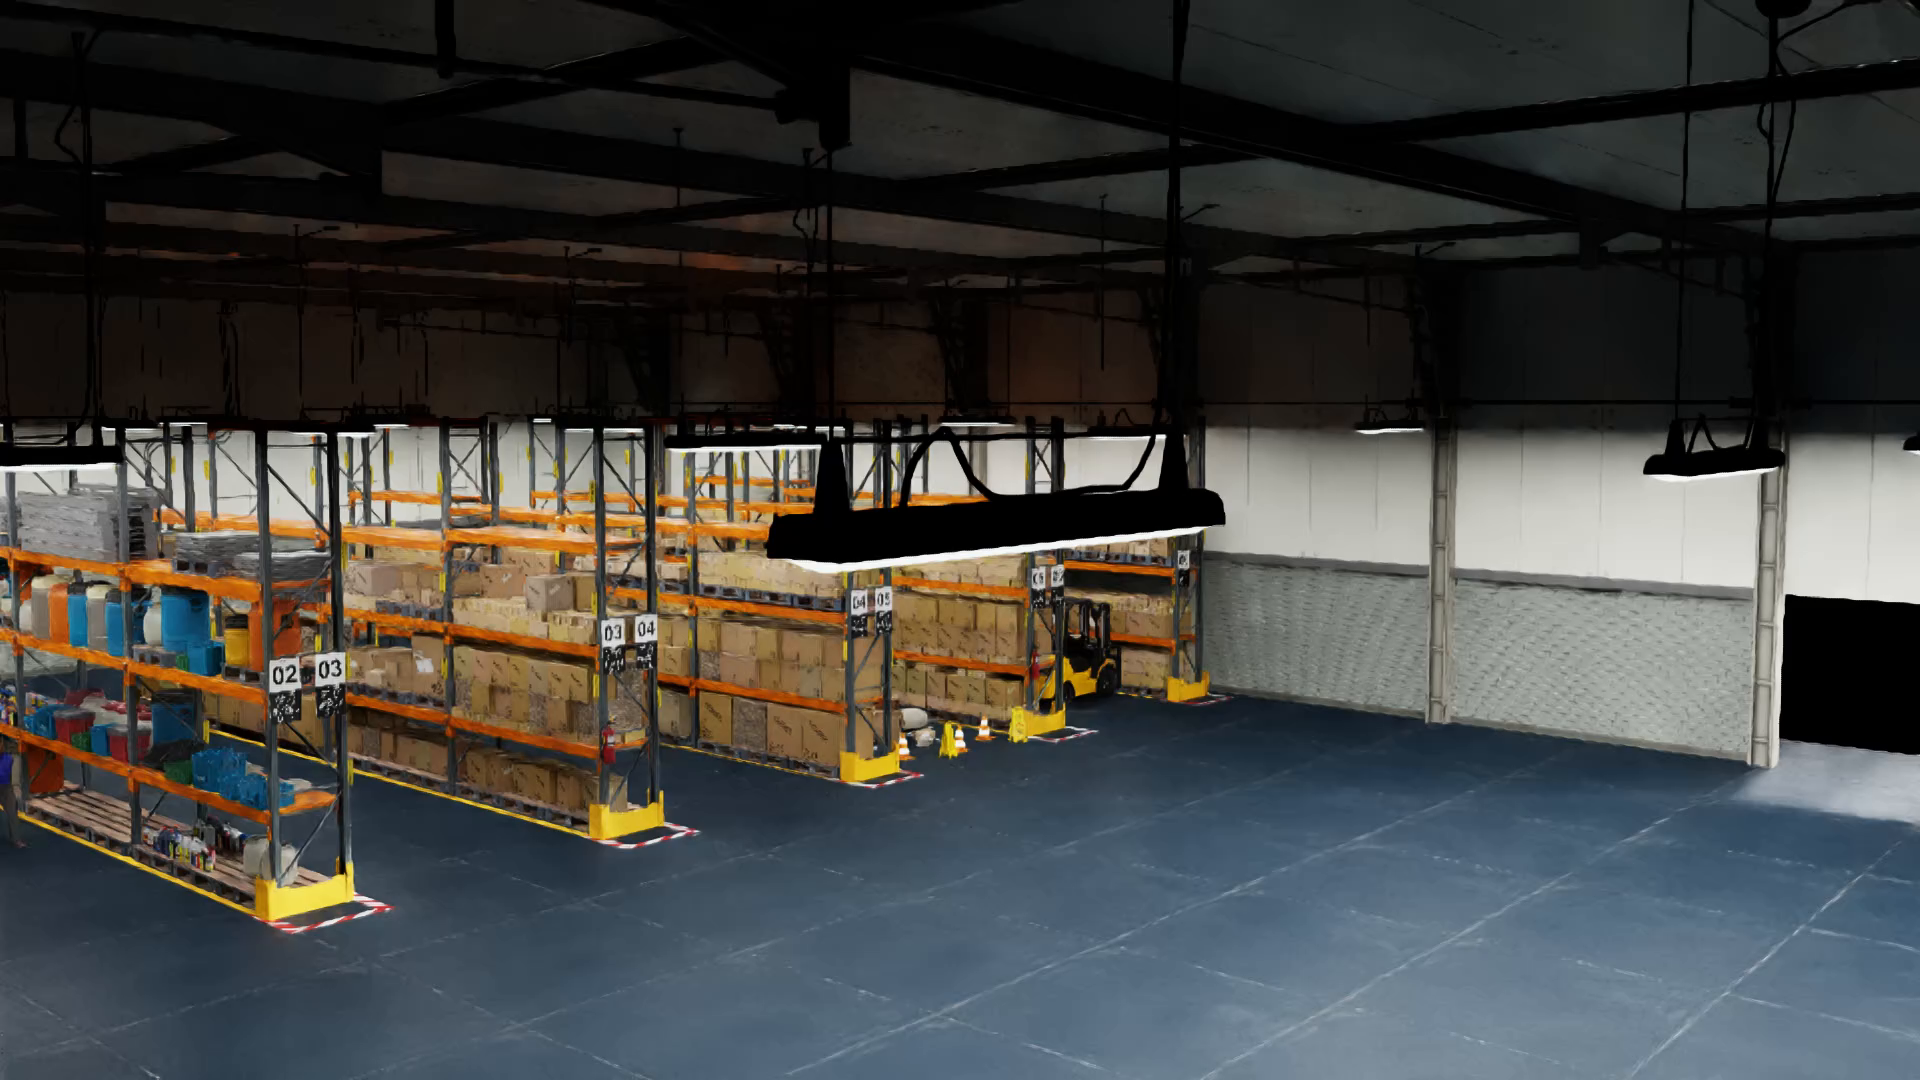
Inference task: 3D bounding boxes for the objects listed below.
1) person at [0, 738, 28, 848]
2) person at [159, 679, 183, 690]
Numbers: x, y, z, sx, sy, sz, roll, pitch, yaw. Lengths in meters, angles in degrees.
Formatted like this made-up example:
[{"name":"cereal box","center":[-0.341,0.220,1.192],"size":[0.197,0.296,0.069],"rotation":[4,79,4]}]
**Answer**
[{"name":"person","center":[-13.649,3.568,23.589],"size":[1.088,1.574,0.447],"rotation":[4,7,43]},{"name":"person","center":[-14.305,2.983,30.252],"size":[0.503,1.670,0.431],"rotation":[1,5,11]}]
